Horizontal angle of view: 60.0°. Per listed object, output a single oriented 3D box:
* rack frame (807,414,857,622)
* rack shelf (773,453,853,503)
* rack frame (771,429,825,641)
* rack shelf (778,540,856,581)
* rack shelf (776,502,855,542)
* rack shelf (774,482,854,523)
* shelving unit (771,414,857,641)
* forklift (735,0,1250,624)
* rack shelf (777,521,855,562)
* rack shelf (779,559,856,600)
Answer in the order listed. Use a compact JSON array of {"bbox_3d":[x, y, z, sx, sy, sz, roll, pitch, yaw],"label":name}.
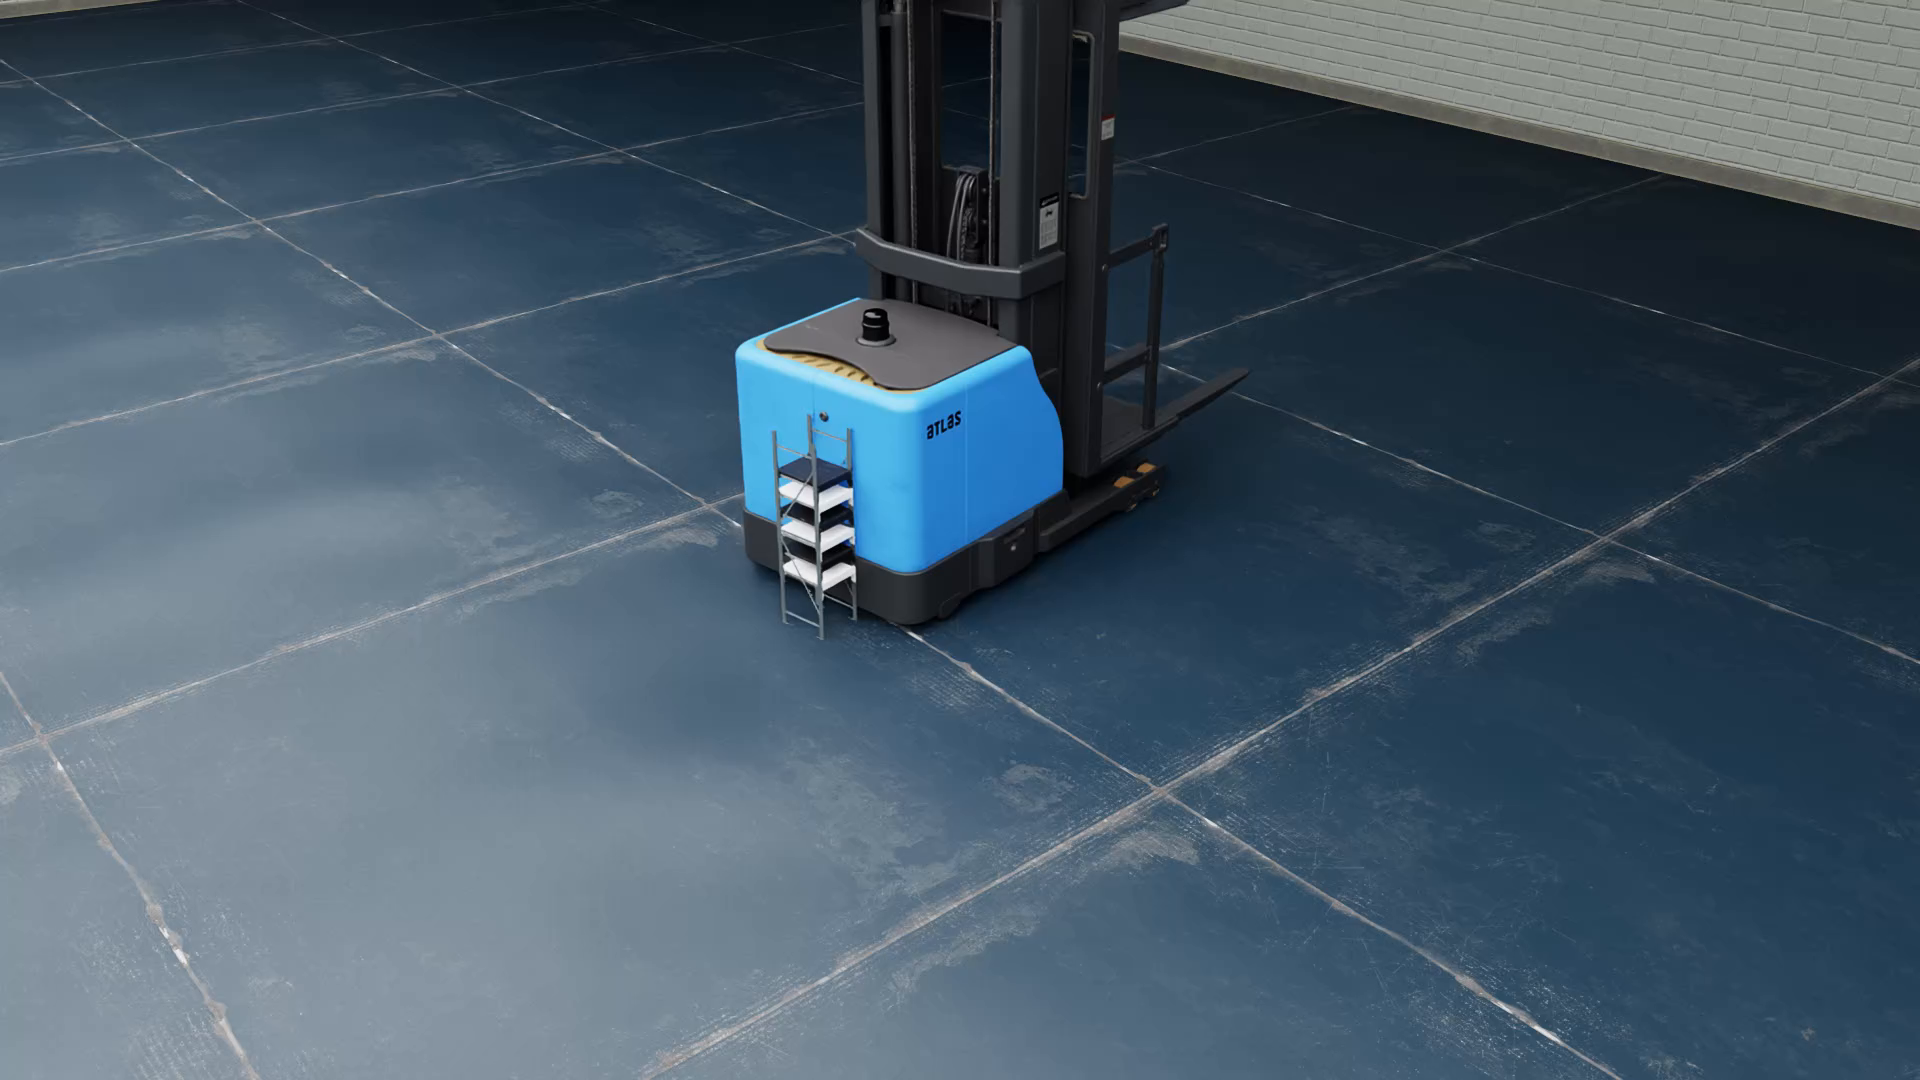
[{"bbox_3d":[-0.533,-0.084,6.953,0.240,0.900,0.006,21,35,34],"label":"rack frame"},{"bbox_3d":[-0.597,-0.256,6.772,0.258,0.077,0.200,21,35,34],"label":"rack shelf"},{"bbox_3d":[-0.662,-0.010,6.814,0.240,0.900,0.006,21,35,34],"label":"rack frame"},{"bbox_3d":[-0.597,0.062,6.942,0.258,0.077,0.200,21,35,34],"label":"rack shelf"},{"bbox_3d":[-0.597,-0.097,6.857,0.258,0.077,0.200,21,35,34],"label":"rack shelf"},{"bbox_3d":[-0.597,-0.177,6.814,0.258,0.077,0.200,21,35,34],"label":"rack shelf"},{"bbox_3d":[-0.597,-0.047,6.884,0.258,0.900,0.210,21,35,34],"label":"shelving unit"},{"bbox_3d":[0.355,-1.564,7.567,1.130,2.935,3.031,21,35,34],"label":"forklift"},{"bbox_3d":[-0.597,-0.018,6.899,0.258,0.077,0.200,21,35,34],"label":"rack shelf"},{"bbox_3d":[-0.597,0.141,6.984,0.258,0.077,0.200,21,35,34],"label":"rack shelf"}]
